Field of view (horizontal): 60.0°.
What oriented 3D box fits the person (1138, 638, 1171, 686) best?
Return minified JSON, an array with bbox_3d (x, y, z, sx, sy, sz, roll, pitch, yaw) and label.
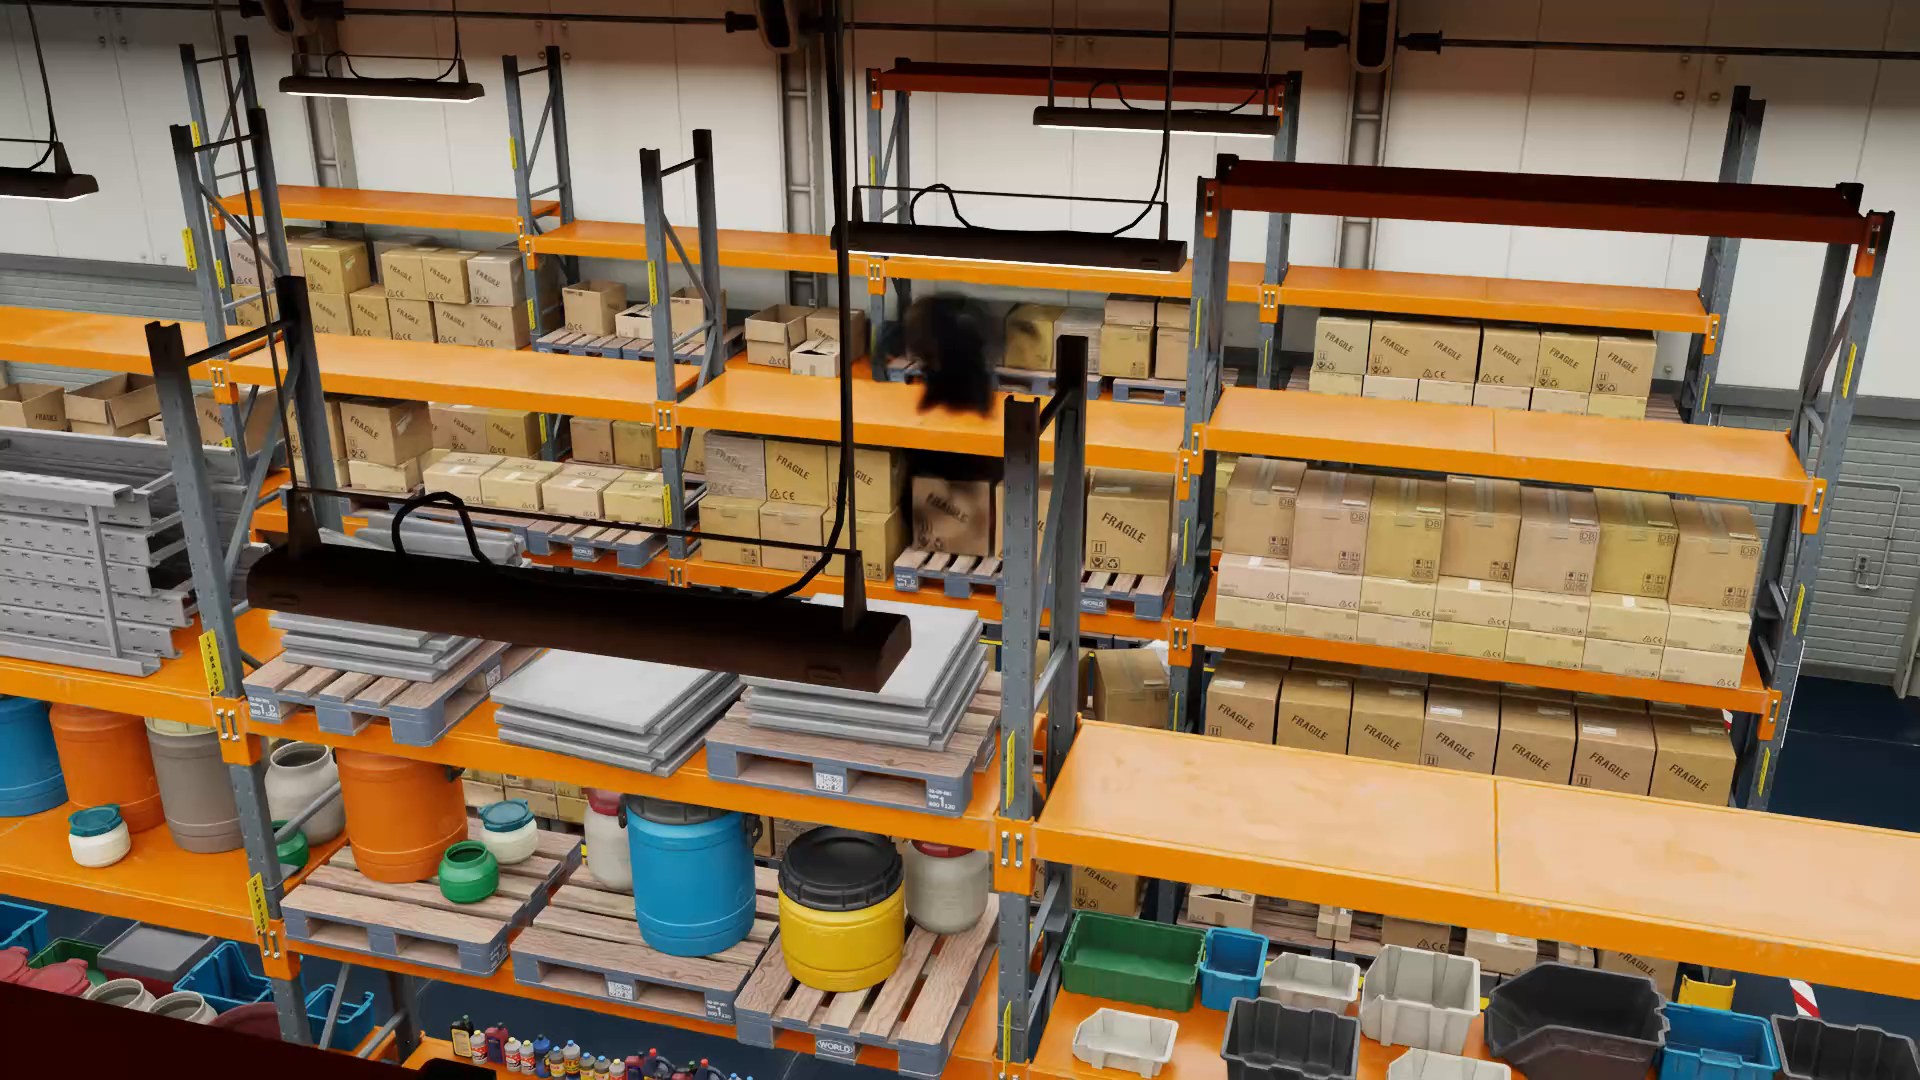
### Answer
[{"bbox_3d":[1.733,1.436,15.030,0.832,1.825,0.610,9,24,20],"label":"person"}]
